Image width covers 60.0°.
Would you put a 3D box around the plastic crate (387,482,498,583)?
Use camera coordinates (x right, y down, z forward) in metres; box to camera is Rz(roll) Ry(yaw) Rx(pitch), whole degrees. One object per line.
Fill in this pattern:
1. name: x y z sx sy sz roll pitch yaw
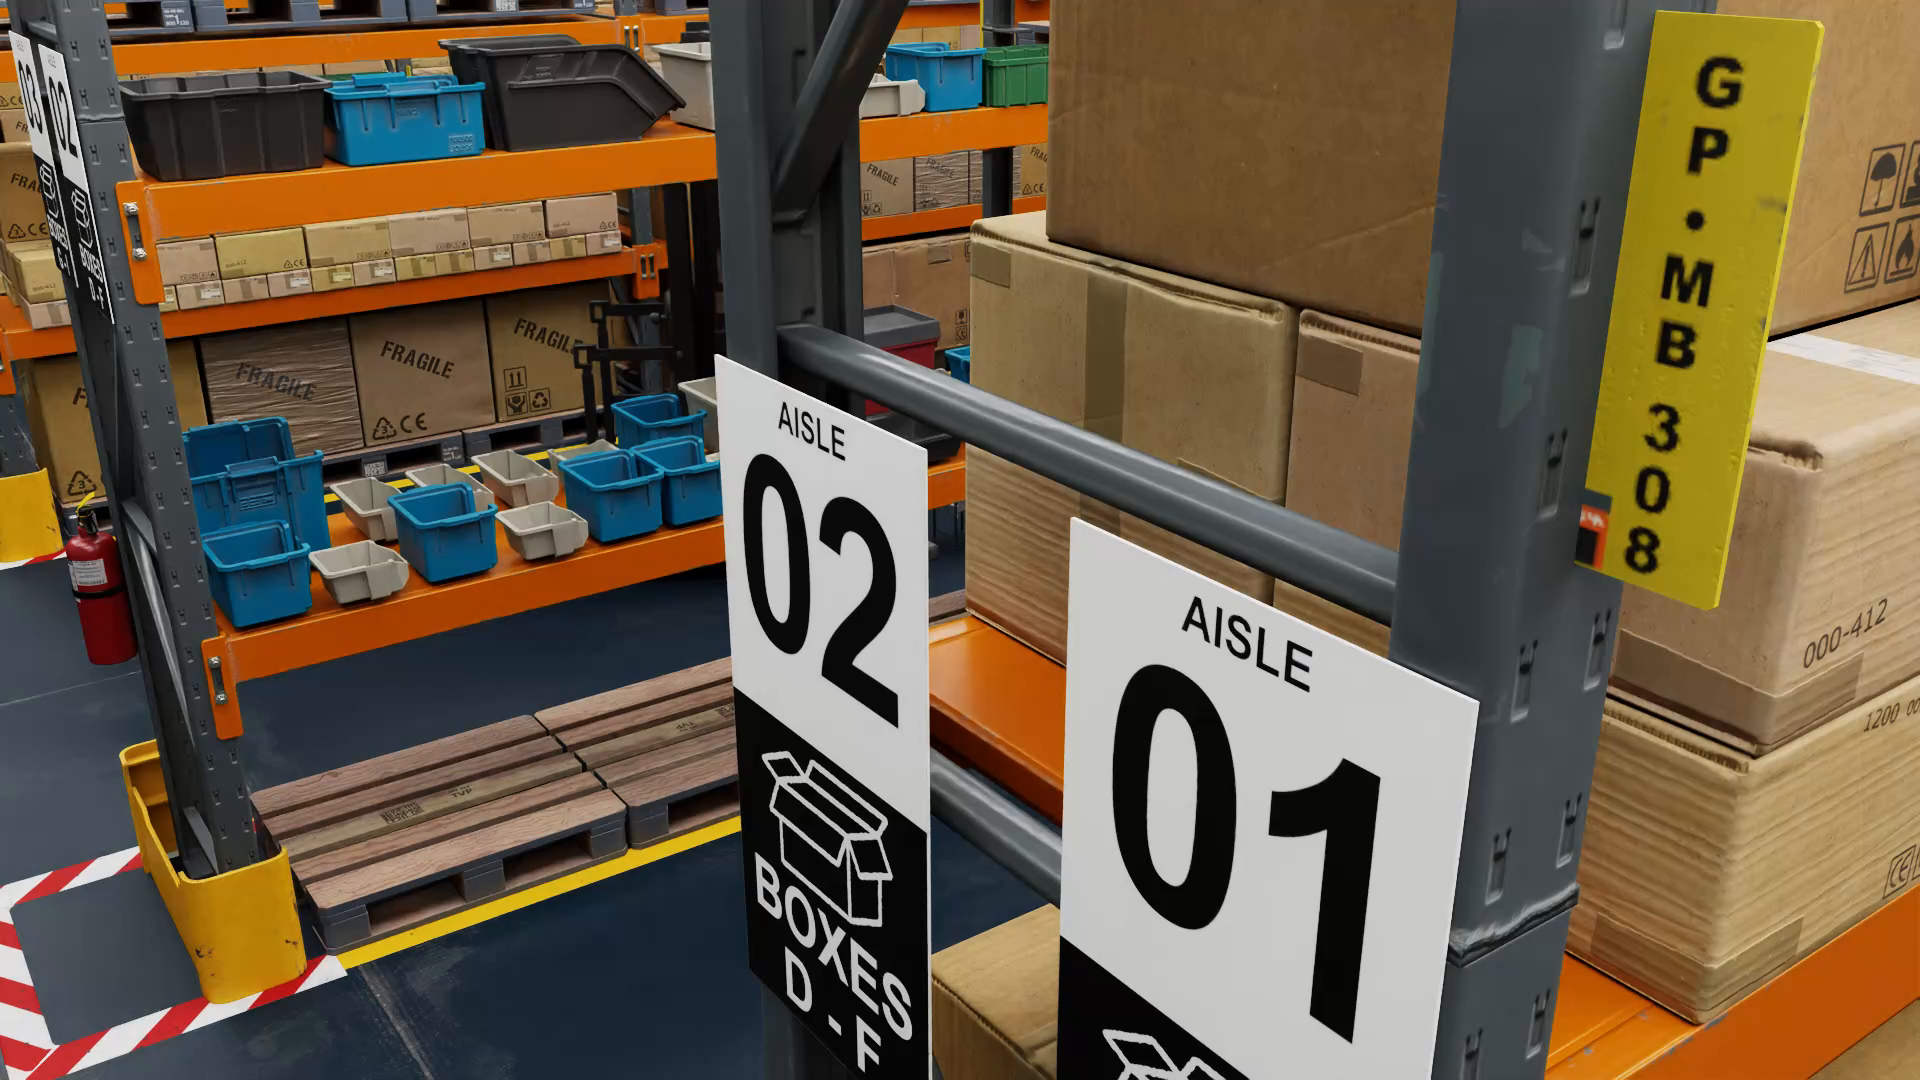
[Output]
1. plastic crate: -1.874 -0.027 6.061 0.300 0.233 0.416 -15 26 -33

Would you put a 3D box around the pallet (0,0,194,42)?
1. pallet: -5.098 -2.986 9.403 1.213 0.211 1.003 -15 26 -33

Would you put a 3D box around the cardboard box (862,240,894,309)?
1. cardboard box: -1.214 -1.882 12.866 0.875 0.875 1.225 -16 27 -35

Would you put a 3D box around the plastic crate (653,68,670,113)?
1. plastic crate: -1.269 -1.772 6.599 0.530 0.136 0.437 -15 26 -33

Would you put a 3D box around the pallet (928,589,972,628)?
1. pallet: -0.129 0.620 8.057 1.213 0.211 1.003 -15 26 -33

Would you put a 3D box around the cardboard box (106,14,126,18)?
1. cardboard box: -9.281 -5.422 17.953 0.500 0.500 0.500 -15 26 -32

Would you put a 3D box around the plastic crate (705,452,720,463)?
1. plastic crate: -0.792 -0.284 6.835 0.466 0.136 0.293 -15 26 -33

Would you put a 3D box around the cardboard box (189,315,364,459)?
1. cardboard box: -4.482 -1.038 10.750 0.875 0.875 0.875 -15 26 -33

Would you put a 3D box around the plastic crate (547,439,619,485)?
1. plastic crate: -1.560 -0.312 6.905 0.250 0.136 0.298 -15 26 -33

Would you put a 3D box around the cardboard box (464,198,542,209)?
1. cardboard box: -3.073 -2.465 10.816 0.500 0.500 0.500 -15 26 -32

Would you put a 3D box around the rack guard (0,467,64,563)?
1. rack guard: -5.713 -0.304 9.983 0.348 0.500 1.175 -15 26 -33

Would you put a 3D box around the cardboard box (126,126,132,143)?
1. cardboard box: -7.158 -3.408 13.854 0.500 0.500 0.500 -15 26 -32

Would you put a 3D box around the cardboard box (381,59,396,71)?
1. cardboard box: -6.881 -5.712 19.693 0.500 0.250 0.500 -15 26 -32

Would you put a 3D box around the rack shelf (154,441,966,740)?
1. rack shelf: -1.178 -0.079 7.016 4.000 0.370 1.077 -15 26 -33

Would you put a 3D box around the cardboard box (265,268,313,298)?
1. cardboard box: -4.171 -1.610 10.222 0.250 0.149 0.380 -15 26 -33

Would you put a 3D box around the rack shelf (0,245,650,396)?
1. rack shelf: -4.070 -1.569 10.751 4.000 0.370 1.077 -15 26 -33

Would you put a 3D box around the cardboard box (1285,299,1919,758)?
1. cardboard box: 0.658 -0.077 1.523 0.500 0.250 0.500 -15 26 -33

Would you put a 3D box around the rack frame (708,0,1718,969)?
1. rack frame: 0.089 -1.275 0.950 0.127 3.000 1.000 -15 26 -33

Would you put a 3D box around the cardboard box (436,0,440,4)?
1. cardboard box: -6.488 -6.177 19.844 0.500 0.500 0.500 -15 26 -34

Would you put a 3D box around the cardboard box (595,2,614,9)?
1. cardboard box: -4.487 -6.590 21.261 0.500 0.500 0.500 -16 27 -34

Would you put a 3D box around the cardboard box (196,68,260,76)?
1. cardboard box: -6.326 -4.096 14.227 0.500 0.500 0.500 -14 26 -31

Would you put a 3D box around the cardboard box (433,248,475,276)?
1. cardboard box: -3.338 -1.831 10.778 0.250 0.149 0.380 -14 26 -32

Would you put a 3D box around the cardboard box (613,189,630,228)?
1. cardboard box: -2.227 -2.565 12.143 0.500 0.500 0.500 -15 26 -33

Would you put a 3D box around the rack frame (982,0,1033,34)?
1. rack frame: 0.446 -3.632 6.856 0.127 3.000 1.000 -15 26 -33

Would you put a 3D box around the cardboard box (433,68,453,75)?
1. cardboard box: -4.832 -4.408 15.866 0.250 0.149 0.380 -16 27 -34

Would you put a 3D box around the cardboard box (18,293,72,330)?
1. cardboard box: -5.213 -1.331 9.523 0.250 0.149 0.380 -15 26 -32

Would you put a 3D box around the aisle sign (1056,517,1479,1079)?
1. aisle sign: 0.205 0.407 1.322 0.004 0.787 0.394 -15 26 -33

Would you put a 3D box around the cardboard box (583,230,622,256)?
1. cardboard box: -2.503 -2.054 11.336 0.250 0.149 0.380 -15 26 -33

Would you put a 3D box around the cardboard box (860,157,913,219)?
1. cardboard box: -0.697 -2.737 12.573 0.500 0.500 0.500 -14 26 -32

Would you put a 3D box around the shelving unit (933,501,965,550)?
1. shelving unit: -0.007 -0.416 9.725 0.210 0.900 0.258 -15 26 -33

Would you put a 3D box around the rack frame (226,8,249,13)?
1. rack frame: -8.235 -5.317 19.174 0.127 3.000 1.000 -15 26 -33

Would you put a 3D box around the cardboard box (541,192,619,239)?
1. cardboard box: -2.652 -2.230 11.237 0.500 0.250 0.500 -15 26 -34

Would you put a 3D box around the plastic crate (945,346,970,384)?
1. plastic crate: 0.266 -0.662 7.449 0.575 0.384 0.392 -15 26 -33

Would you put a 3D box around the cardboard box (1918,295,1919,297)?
1. cardboard box: 0.951 -0.592 1.800 0.500 0.500 0.700 -15 26 -33

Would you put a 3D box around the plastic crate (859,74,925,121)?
1. plastic crate: -0.364 -1.726 6.484 0.466 0.136 0.293 -15 26 -33

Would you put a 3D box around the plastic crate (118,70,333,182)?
1. plastic crate: -2.326 -1.312 5.265 0.590 0.269 0.497 -15 26 -33

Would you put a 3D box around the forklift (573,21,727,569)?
1. forklift: -1.786 -1.328 9.269 3.031 2.935 1.130 -3 22 -6

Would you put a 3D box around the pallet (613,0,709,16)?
1. pallet: -1.732 -3.853 11.716 1.217 0.209 0.805 -16 27 -35

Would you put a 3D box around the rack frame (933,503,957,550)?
1. rack frame: -0.089 -0.394 9.670 0.006 0.900 0.240 -15 26 -33

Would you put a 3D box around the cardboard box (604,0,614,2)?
1. cardboard box: -4.368 -6.860 21.937 0.500 0.500 0.500 -15 26 -34

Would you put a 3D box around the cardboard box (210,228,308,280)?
1. cardboard box: -4.319 -1.783 10.119 0.500 0.250 0.500 -16 27 -35
